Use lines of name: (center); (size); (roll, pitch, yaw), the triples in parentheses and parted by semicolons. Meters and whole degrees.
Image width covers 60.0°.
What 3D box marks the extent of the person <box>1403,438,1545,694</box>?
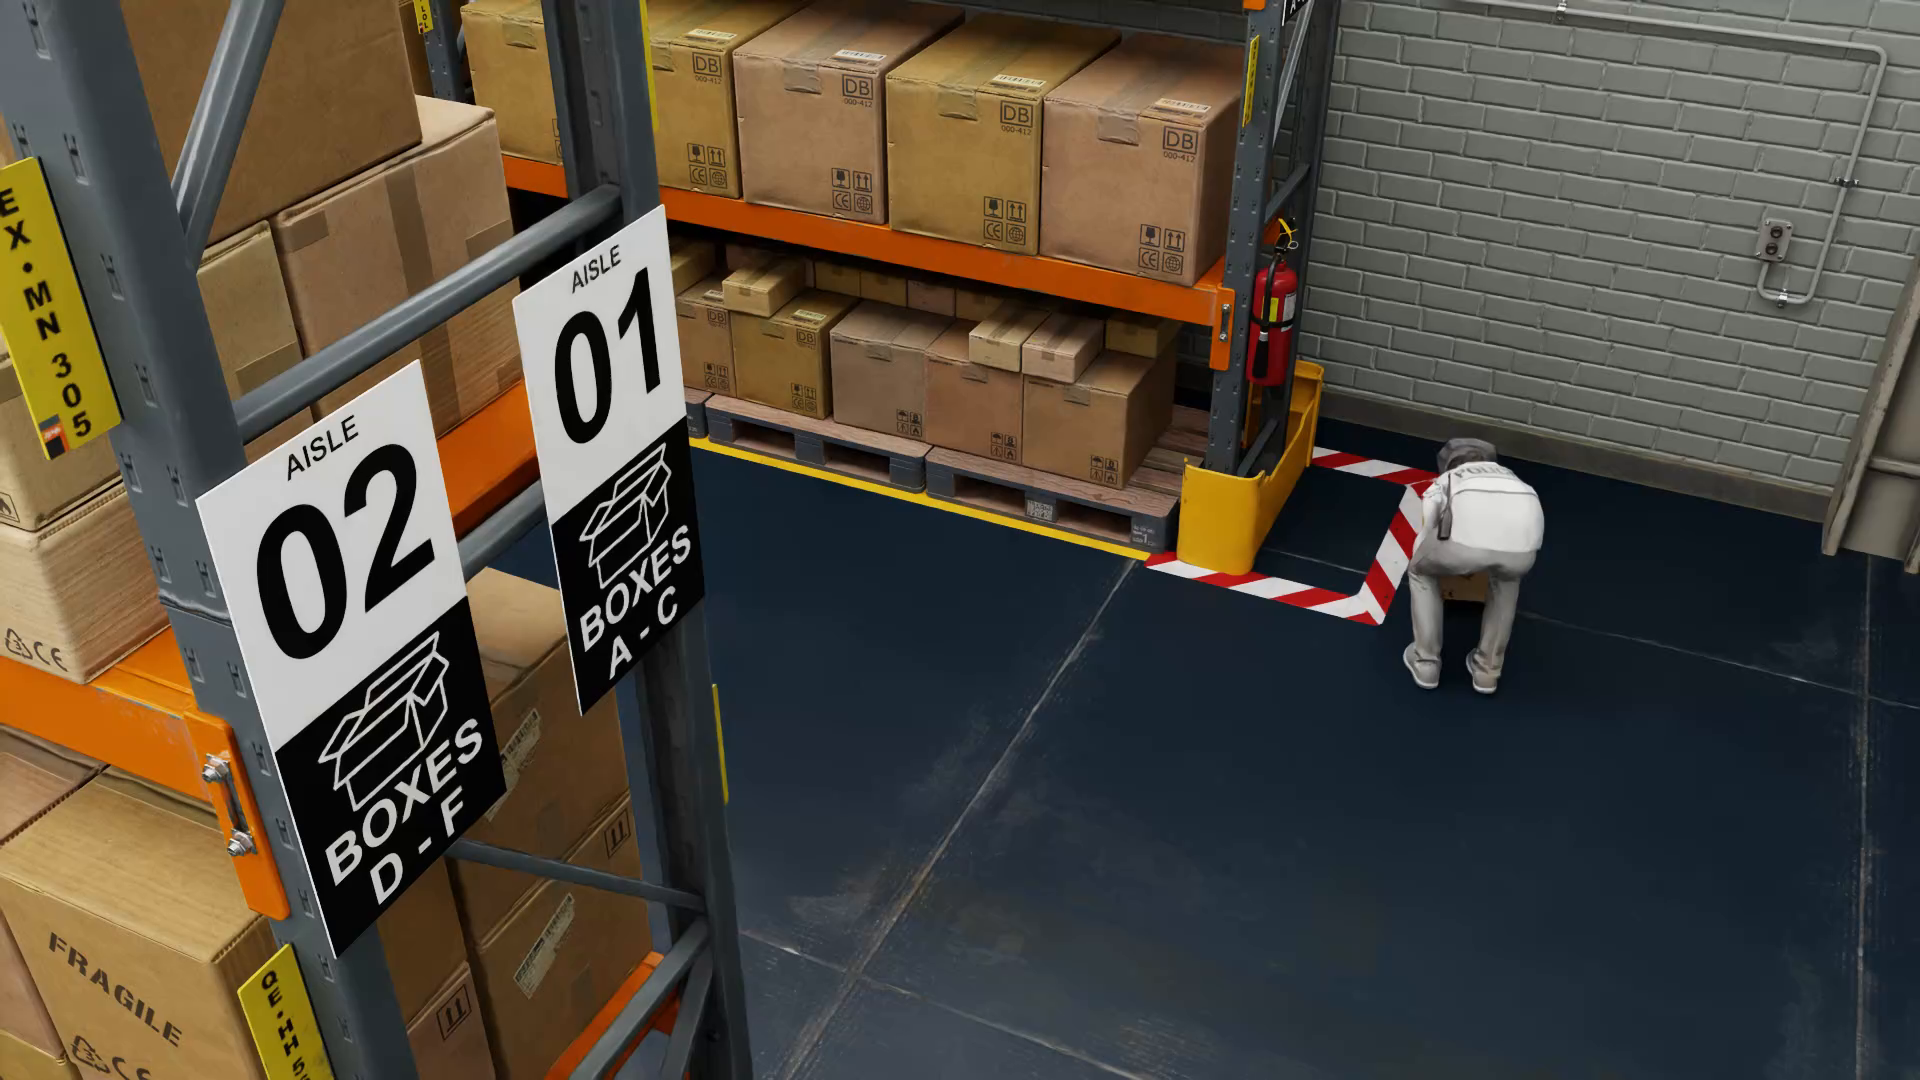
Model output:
person: (2.034, 0.061, 6.695); (0.461, 0.947, 0.884); (2, 34, 3)
